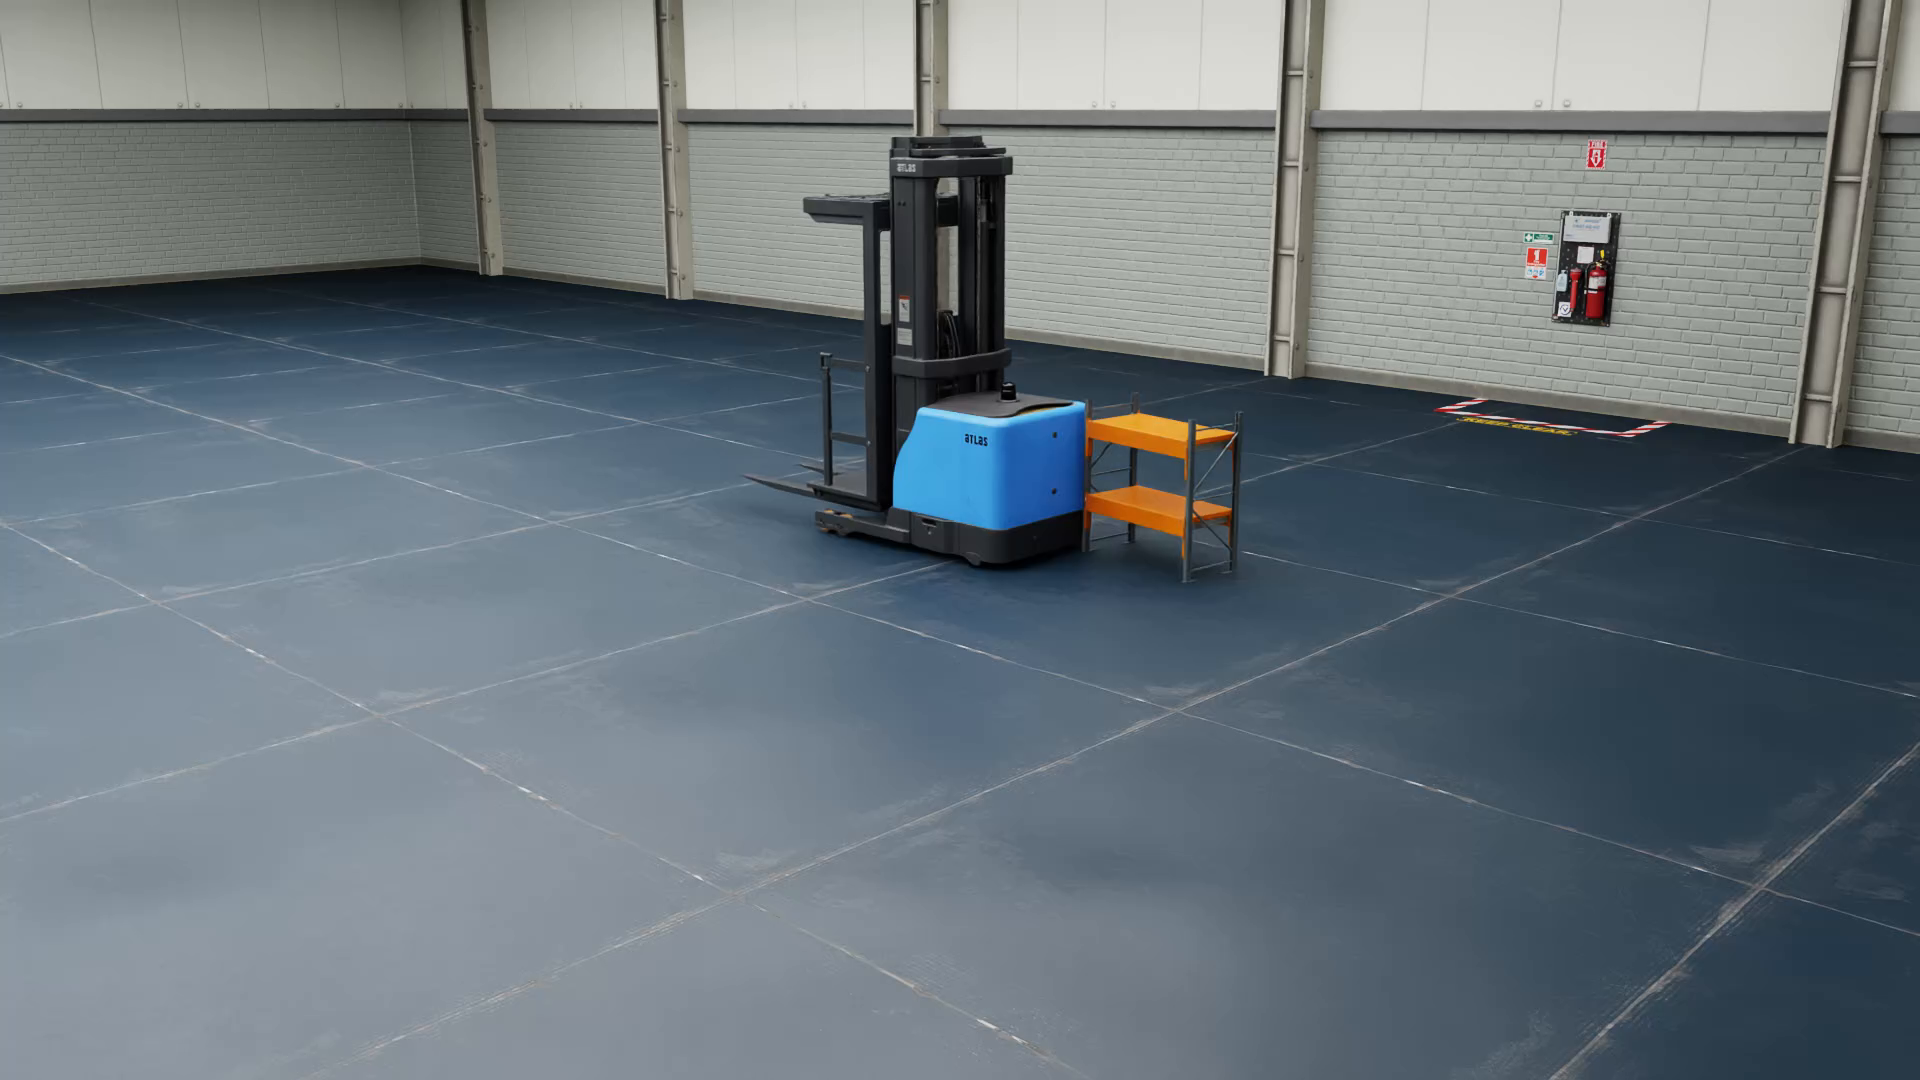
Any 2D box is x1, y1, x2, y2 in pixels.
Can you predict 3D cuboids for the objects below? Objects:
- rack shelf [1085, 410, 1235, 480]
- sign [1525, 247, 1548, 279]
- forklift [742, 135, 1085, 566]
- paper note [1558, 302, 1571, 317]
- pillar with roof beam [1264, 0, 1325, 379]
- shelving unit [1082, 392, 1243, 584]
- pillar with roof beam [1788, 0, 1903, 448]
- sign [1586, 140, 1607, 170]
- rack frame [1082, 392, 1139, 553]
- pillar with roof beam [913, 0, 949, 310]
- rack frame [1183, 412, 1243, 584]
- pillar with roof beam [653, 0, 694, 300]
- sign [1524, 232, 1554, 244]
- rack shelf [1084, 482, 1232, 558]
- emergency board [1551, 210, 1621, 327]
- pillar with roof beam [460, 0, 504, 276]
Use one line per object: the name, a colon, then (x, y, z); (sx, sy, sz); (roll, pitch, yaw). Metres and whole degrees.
rack shelf: (1.407, -0.673, 11.624); (0.538, 0.278, 1.000); (-11, 18, -37)
sign: (6.154, -2.955, 17.752); (0.234, 0.329, 0.001); (14, 20, 42)
forklift: (-0.462, -1.532, 12.500); (3.031, 2.935, 1.130); (14, 20, 42)
paper note: (6.401, -2.439, 17.592); (0.142, 0.148, 0.016); (14, 20, 42)
pillar with roof beam: (0.925, -5.554, 15.902); (0.400, 9.000, 9.100); (14, 20, 42)
shelving unit: (1.407, -0.390, 11.698); (0.538, 1.125, 1.048); (-11, 18, -37)
pillar with roof beam: (5.245, -4.504, 11.872); (0.400, 9.000, 9.100); (14, 20, 42)
sign: (6.544, -3.963, 17.096); (0.199, 0.298, 0.001); (14, 20, 42)
rack frame: (1.093, -0.491, 12.084); (0.500, 1.125, 0.032); (-11, 18, -37)
pillar with roof beam: (-3.394, -6.604, 19.932); (0.400, 9.000, 9.100); (14, 20, 42)
rack frame: (1.722, -0.289, 11.311); (0.500, 1.125, 0.032); (-11, 18, -37)
pillar with roof beam: (-7.713, -7.654, 23.962); (0.400, 9.000, 9.100); (14, 20, 42)
sign: (6.151, -3.209, 17.676); (0.331, 0.109, 0.001); (14, 20, 42)
rack shelf: (1.407, -0.153, 11.759); (0.538, 0.278, 1.000); (-11, 18, -37)
emergency board: (6.480, -2.822, 17.314); (0.643, 1.169, 0.194); (14, 20, 42)
pillar with roof beam: (-12.032, -8.705, 27.992); (0.400, 9.000, 9.100); (14, 20, 42)
